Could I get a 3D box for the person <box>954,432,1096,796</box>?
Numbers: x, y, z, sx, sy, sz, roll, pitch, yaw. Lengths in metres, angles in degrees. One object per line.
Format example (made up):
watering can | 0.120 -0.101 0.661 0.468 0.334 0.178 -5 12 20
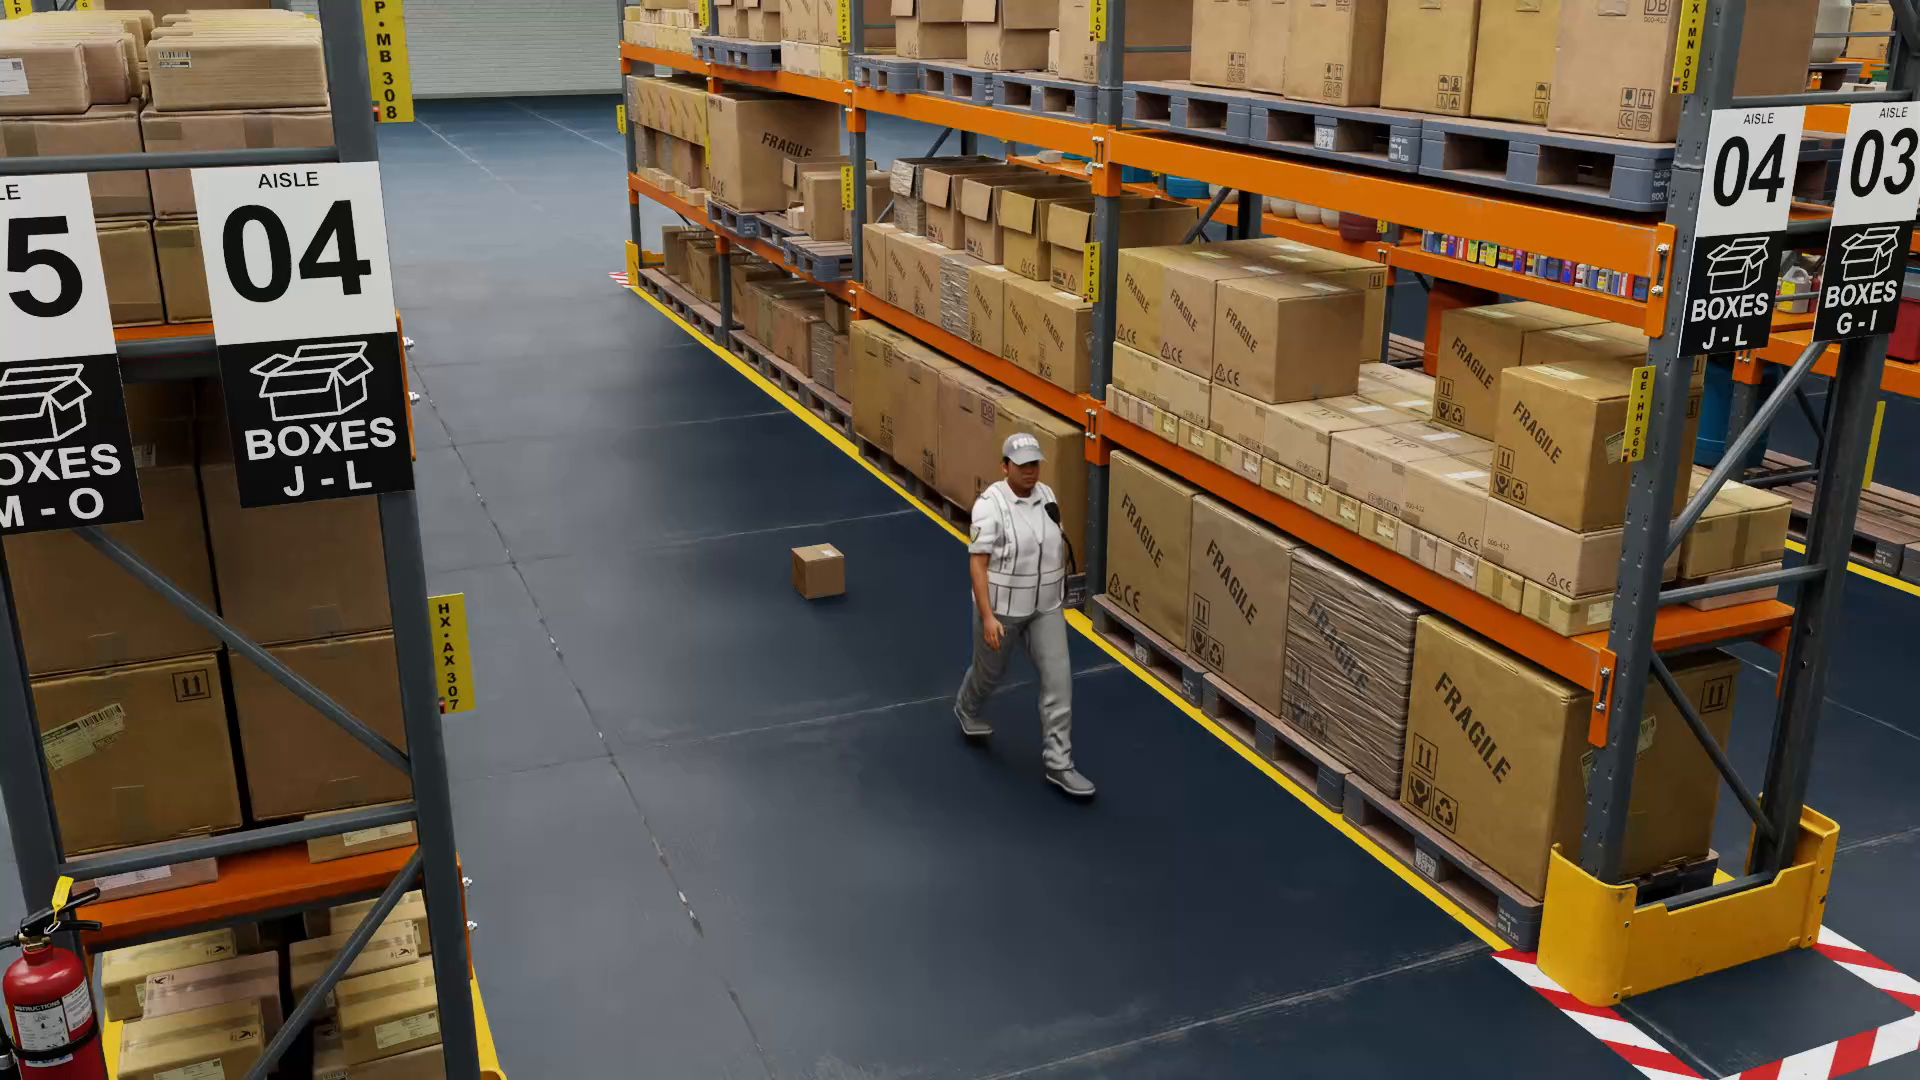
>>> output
person | 0.269 0.300 7.682 0.497 1.613 0.989 -9 21 -24
